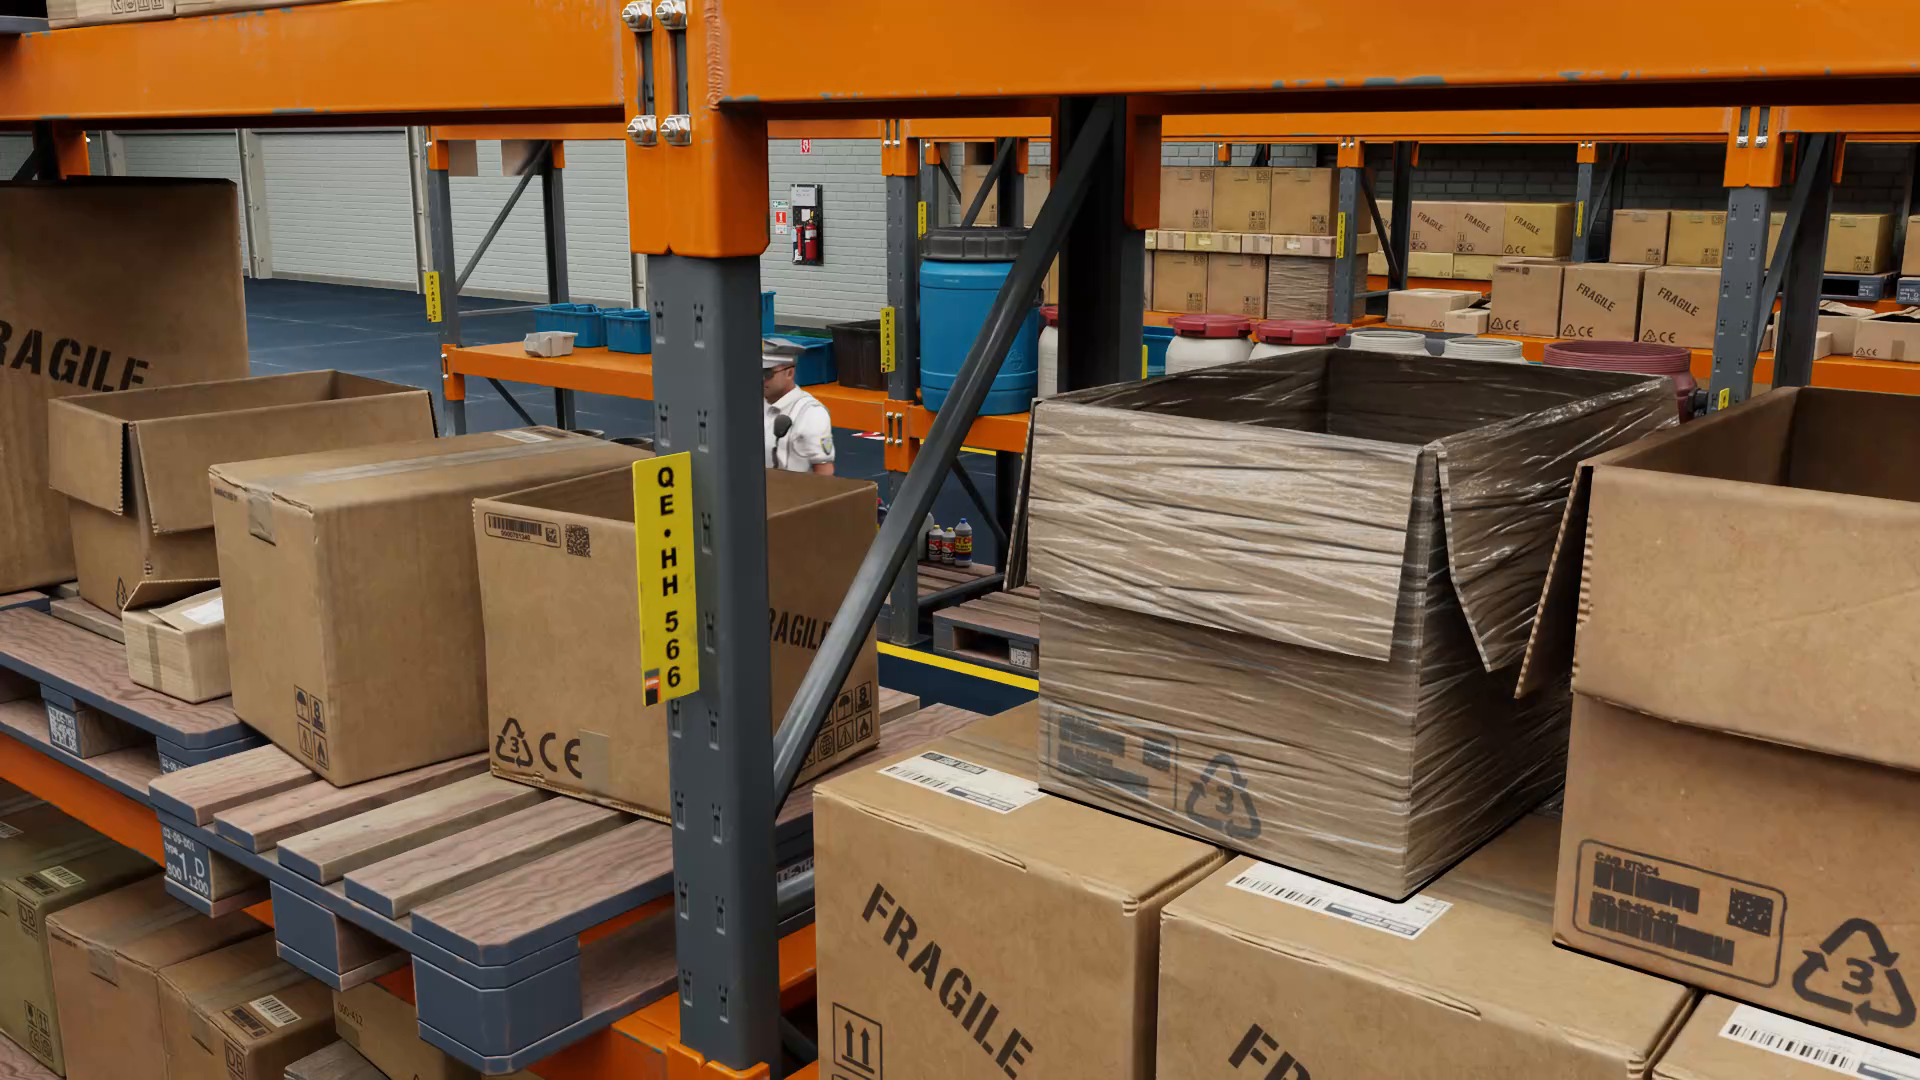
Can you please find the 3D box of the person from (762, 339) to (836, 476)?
[{"bbox_3d":[-0.854,-0.053,7.688,0.544,1.757,0.473,11,17,39],"label":"person"}]
